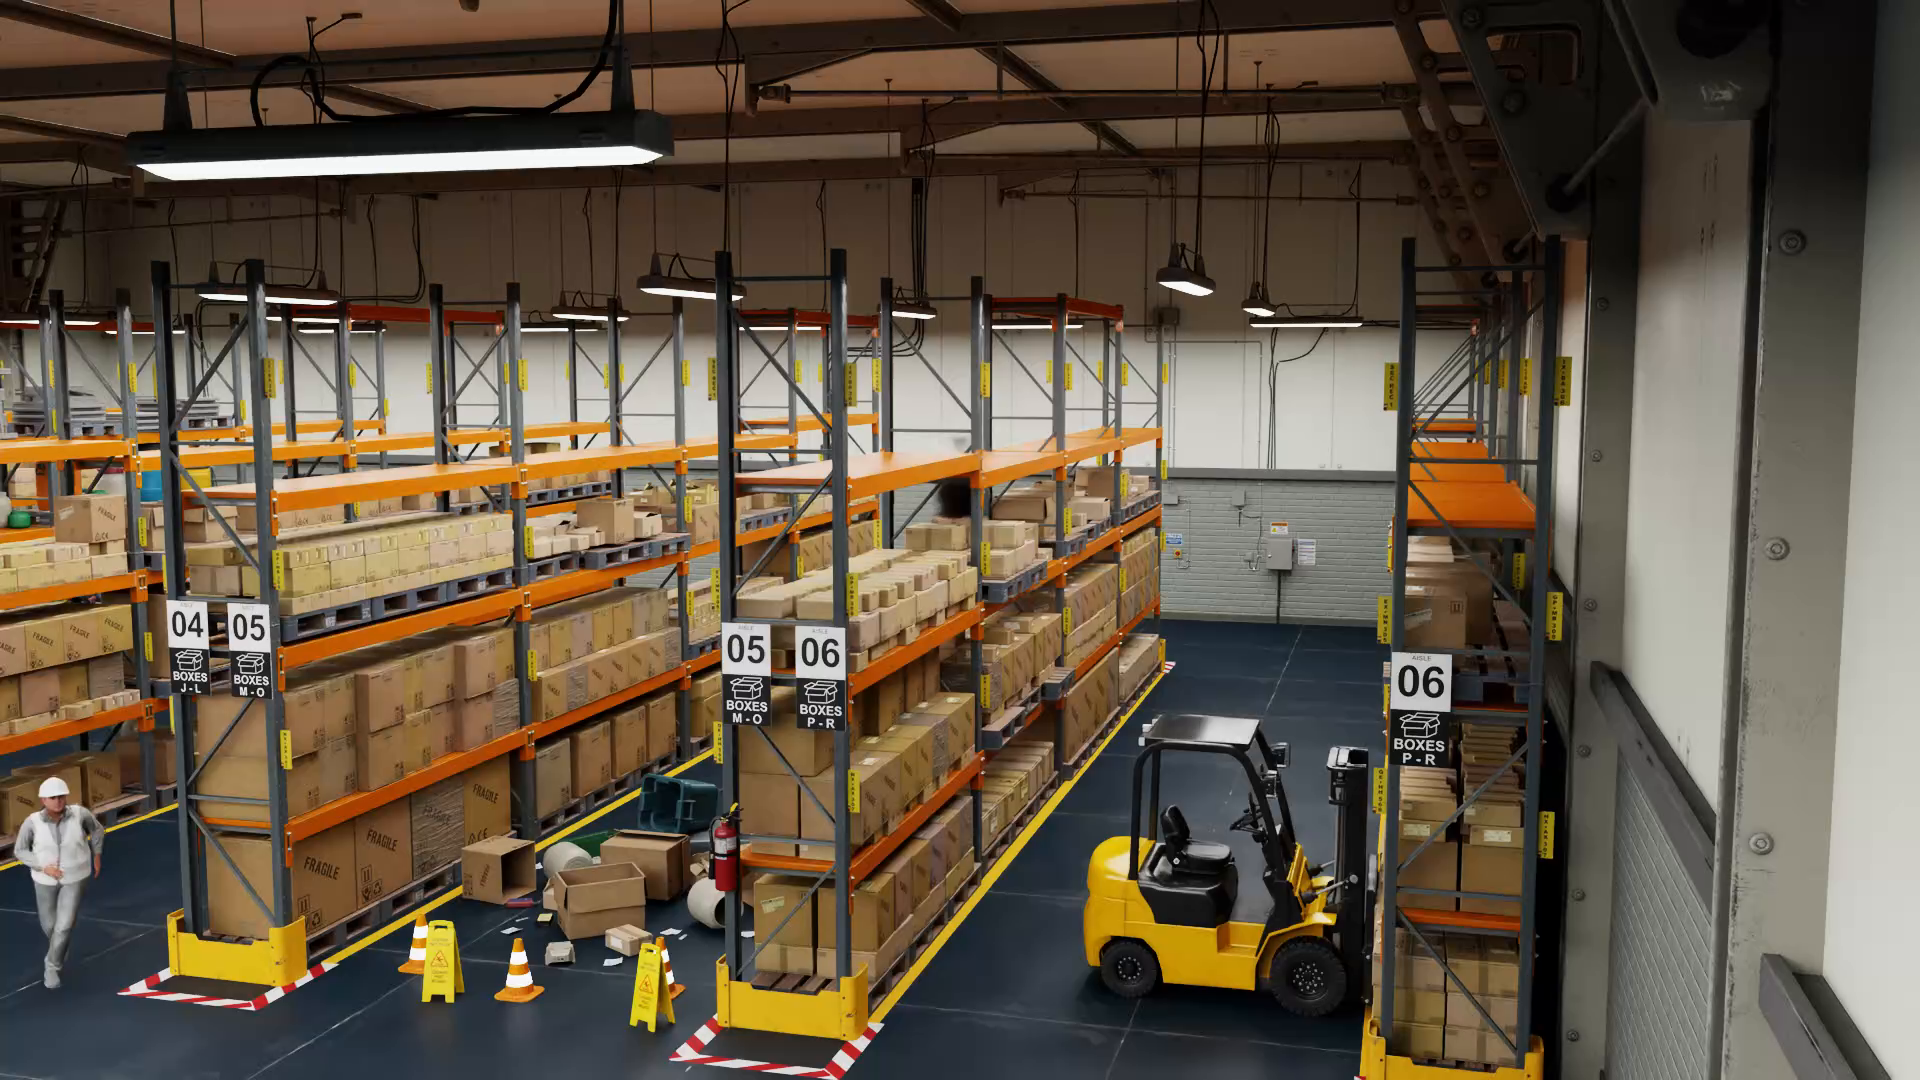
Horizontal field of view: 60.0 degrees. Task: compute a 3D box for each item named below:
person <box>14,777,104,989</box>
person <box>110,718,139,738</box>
[{"bbox_3d":[-7.578,2.827,14.043,0.644,1.764,0.719,-2,7,-22],"label":"person"},{"bbox_3d":[-10.859,2.034,21.659,0.616,1.724,0.698,1,6,7],"label":"person"}]
